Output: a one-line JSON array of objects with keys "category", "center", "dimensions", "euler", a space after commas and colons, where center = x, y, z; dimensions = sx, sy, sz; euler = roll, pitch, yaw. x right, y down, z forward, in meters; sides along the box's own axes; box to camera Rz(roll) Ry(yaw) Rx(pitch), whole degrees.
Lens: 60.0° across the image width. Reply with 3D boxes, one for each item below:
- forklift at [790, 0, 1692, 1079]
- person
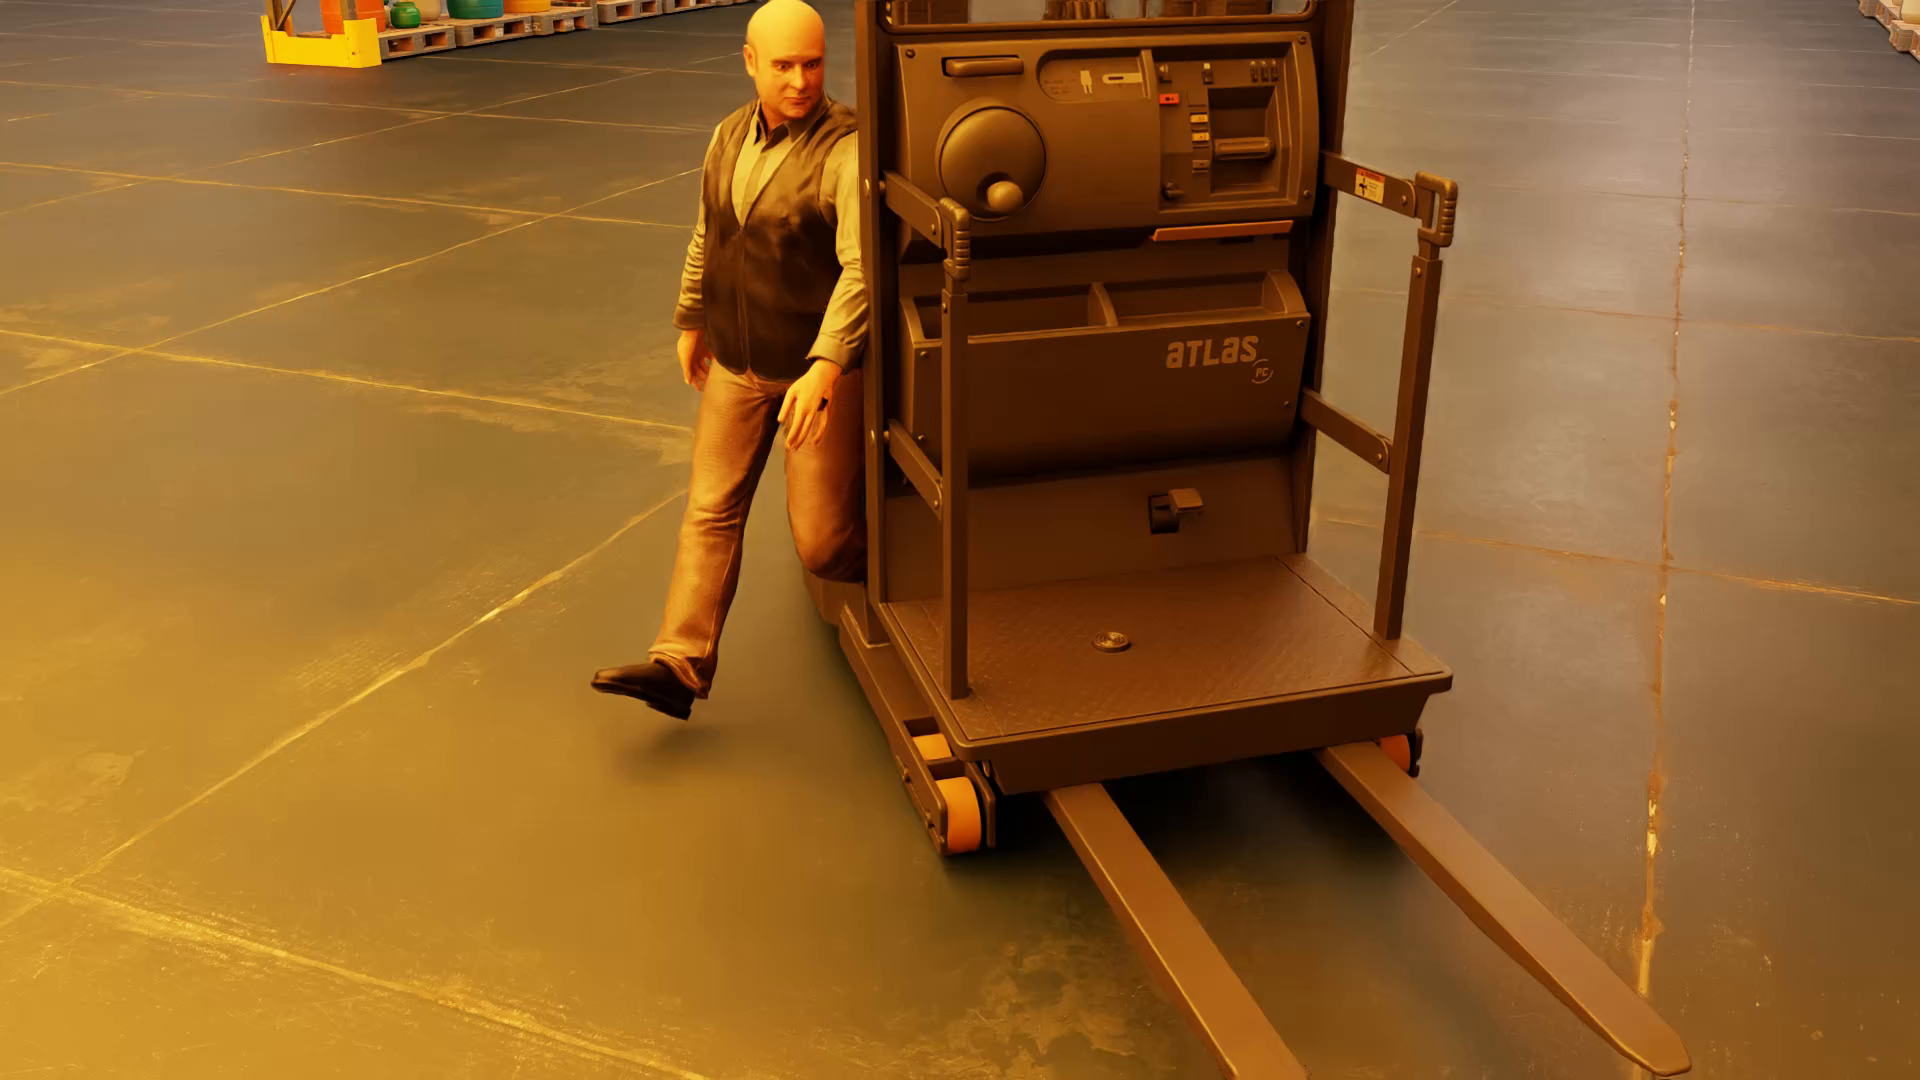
[{"category": "forklift", "center": [0.390, -0.857, 3.342], "dimensions": [1.130, 2.935, 3.031], "euler": [-6, 24, -15]}, {"category": "person", "center": [-0.492, -0.394, 3.836], "dimensions": [0.723, 1.625, 0.945], "euler": [13, 26, 28]}]
